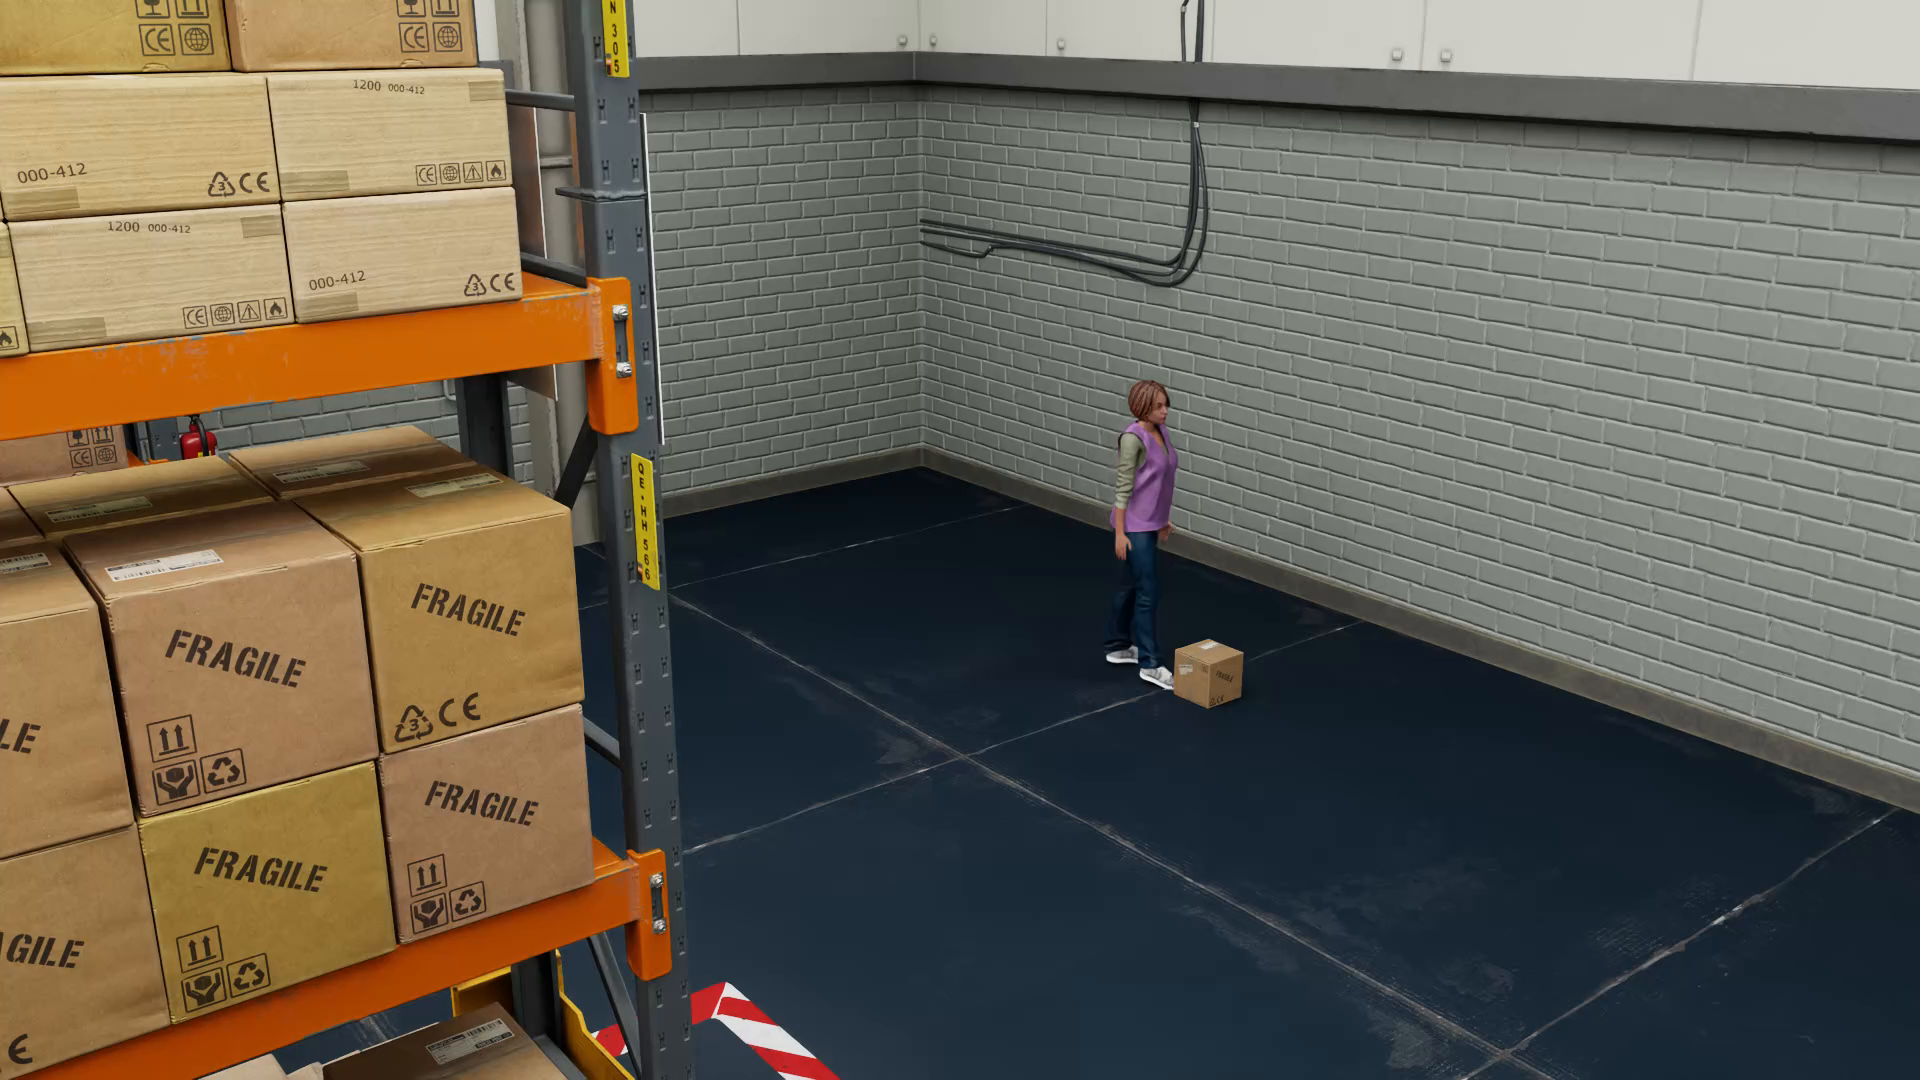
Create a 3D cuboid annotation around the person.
[{"bbox_3d":[1.021,-0.058,8.726,0.532,1.597,0.453,8,20,24],"label":"person"}]
